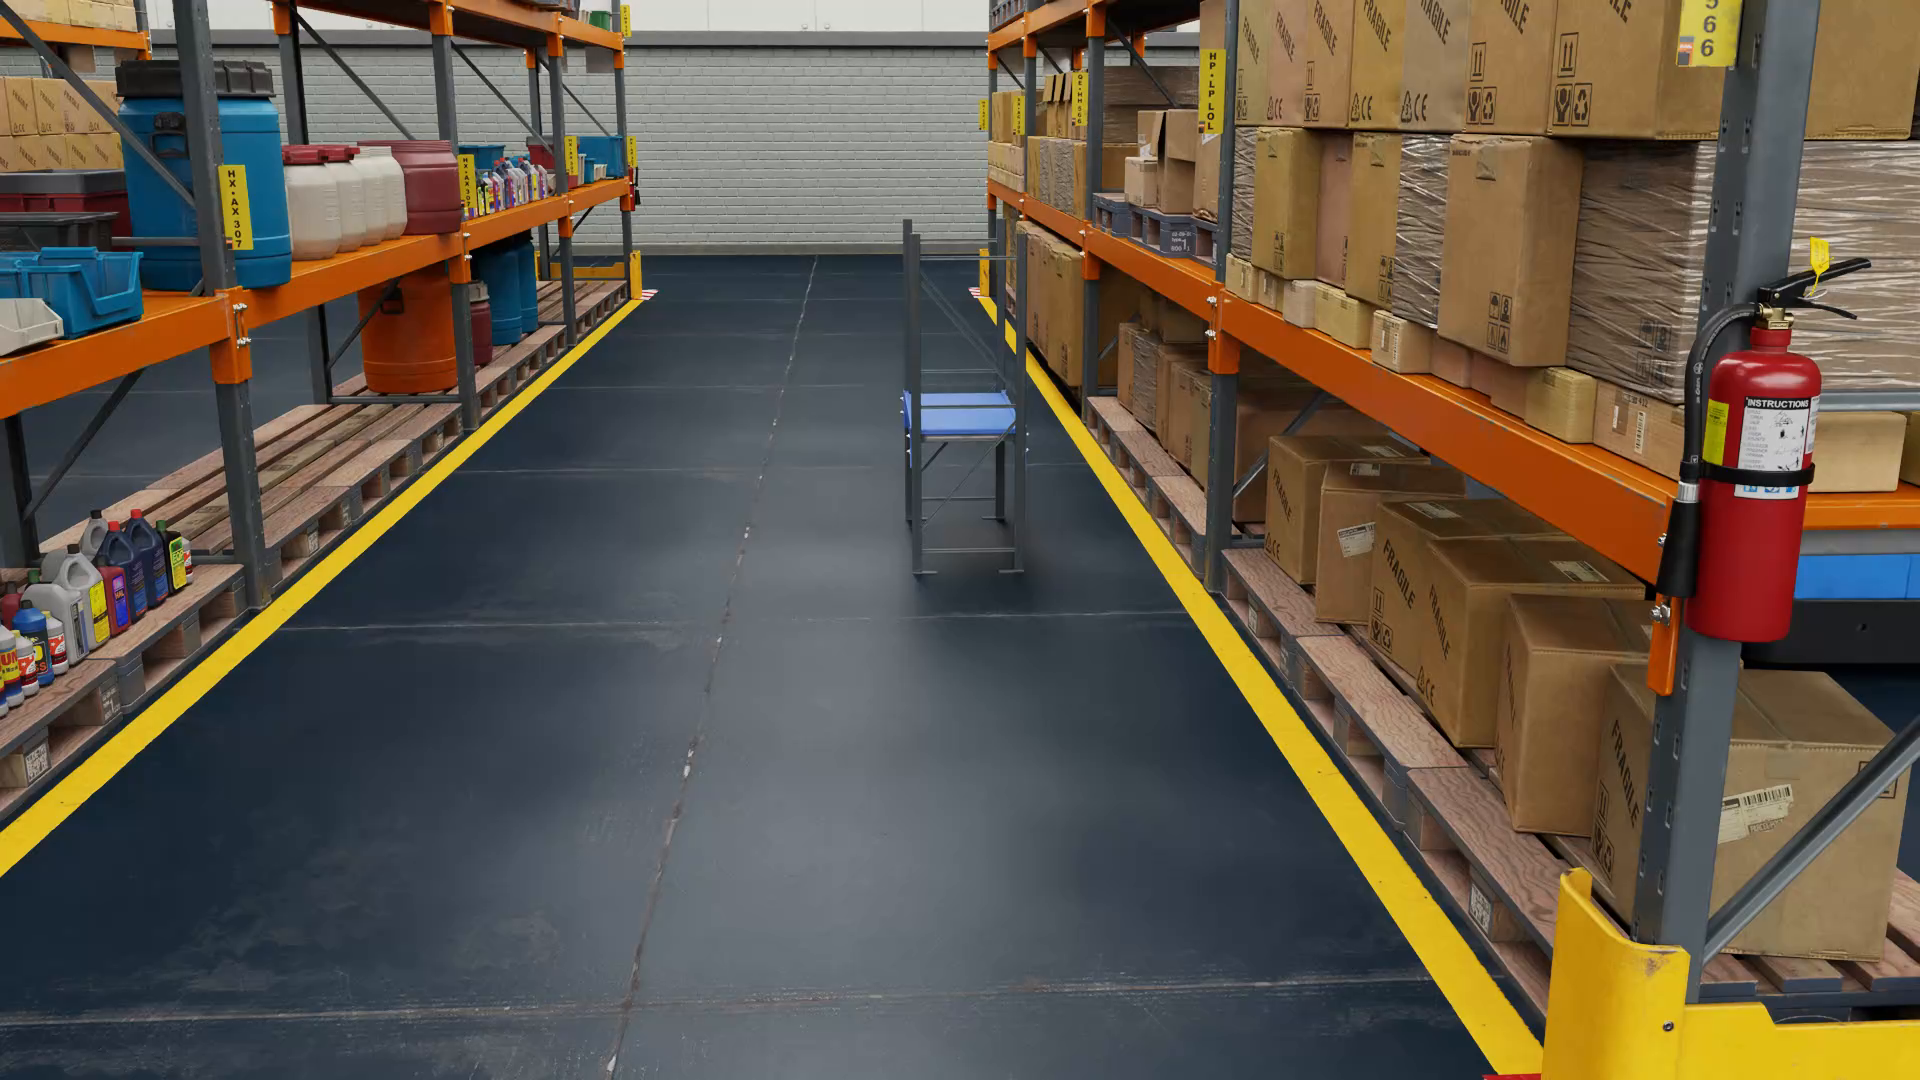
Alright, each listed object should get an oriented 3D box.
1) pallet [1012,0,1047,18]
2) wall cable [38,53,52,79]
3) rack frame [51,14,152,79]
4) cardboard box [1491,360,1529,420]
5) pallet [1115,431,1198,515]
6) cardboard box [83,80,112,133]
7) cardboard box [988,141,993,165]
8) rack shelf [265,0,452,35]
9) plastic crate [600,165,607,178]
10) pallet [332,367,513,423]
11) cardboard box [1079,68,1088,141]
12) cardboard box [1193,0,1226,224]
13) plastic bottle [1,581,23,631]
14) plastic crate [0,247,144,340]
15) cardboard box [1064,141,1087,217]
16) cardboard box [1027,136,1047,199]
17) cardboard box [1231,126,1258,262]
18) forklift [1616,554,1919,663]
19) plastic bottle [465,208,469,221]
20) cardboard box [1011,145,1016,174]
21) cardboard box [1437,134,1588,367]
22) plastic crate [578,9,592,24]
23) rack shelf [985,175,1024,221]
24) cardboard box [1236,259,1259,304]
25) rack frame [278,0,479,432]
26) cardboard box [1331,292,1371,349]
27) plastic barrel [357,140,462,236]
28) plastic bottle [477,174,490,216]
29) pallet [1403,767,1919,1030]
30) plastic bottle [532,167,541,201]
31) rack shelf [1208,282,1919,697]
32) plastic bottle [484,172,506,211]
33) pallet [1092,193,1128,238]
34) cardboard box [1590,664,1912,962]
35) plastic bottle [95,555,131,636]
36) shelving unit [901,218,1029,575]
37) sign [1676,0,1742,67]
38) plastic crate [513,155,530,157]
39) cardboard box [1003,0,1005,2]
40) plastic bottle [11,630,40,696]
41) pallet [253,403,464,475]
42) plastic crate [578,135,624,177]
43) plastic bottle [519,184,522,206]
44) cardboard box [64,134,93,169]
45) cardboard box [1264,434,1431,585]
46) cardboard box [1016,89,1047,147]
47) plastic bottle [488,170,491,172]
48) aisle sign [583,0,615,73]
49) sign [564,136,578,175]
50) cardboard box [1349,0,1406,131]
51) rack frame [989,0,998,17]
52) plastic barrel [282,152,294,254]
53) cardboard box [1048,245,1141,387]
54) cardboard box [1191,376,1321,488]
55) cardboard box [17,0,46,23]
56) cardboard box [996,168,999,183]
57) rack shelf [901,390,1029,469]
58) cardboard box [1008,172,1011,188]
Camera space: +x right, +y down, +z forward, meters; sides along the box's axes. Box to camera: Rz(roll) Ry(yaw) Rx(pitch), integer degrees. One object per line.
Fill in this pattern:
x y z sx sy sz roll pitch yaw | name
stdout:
1.023 -4.841 14.979 1.003 0.211 1.213 -1 14 -3 | pallet
-14.009 -6.807 22.653 3.097 2.526 0.112 -1 14 -3 | wall cable
-9.072 -4.070 17.826 1.000 3.000 0.127 -1 14 -3 | rack frame
1.502 -0.375 3.969 0.380 0.149 0.250 -1 14 -3 | cardboard box
1.431 -0.385 9.100 1.003 0.211 1.213 -1 14 -3 | pallet
-8.701 -4.242 16.286 0.500 0.500 0.500 0 14 -2 | cardboard box
0.576 -4.170 17.918 0.500 0.250 0.500 -1 14 -5 | cardboard box
-3.508 -2.763 8.170 1.077 0.370 4.000 -1 14 -3 | rack shelf
-3.896 -3.847 17.368 0.396 0.136 0.243 -1 14 -3 | plastic crate
-3.722 -1.001 11.494 1.003 0.211 1.213 -1 14 -3 | pallet
1.245 -3.111 11.884 0.797 0.503 0.637 -1 14 -2 | cardboard box
1.650 -1.932 7.467 1.000 1.000 1.000 -1 14 -3 | cardboard box
-3.125 0.267 5.537 0.061 0.283 0.133 -1 14 -3 | plastic bottle
-3.045 -0.818 5.486 0.499 0.251 0.616 -1 14 -3 | plastic crate
1.009 -2.524 11.616 0.500 0.500 0.500 -1 14 -4 | cardboard box
0.843 -3.158 14.078 0.500 0.500 0.500 -1 14 -3 | cardboard box
1.525 -1.317 6.330 0.875 0.500 0.500 -1 14 -3 | cardboard box
3.386 -1.281 7.122 1.130 2.935 3.031 0 14 0 | forklift
-3.322 -2.226 11.057 0.097 0.201 0.097 0 14 0 | plastic bottle
0.740 -3.533 15.443 0.500 0.250 0.500 0 14 -2 | cardboard box
1.650 -0.695 3.911 0.875 0.500 0.500 -1 14 -3 | cardboard box
-3.752 -4.961 15.796 0.437 0.136 0.530 -1 14 -3 | plastic crate
0.940 -3.376 16.573 1.077 0.370 4.000 -1 14 -3 | rack shelf
1.275 -0.996 6.381 0.380 0.149 0.250 -1 14 -3 | cardboard box
-3.632 -2.156 10.387 1.000 3.000 0.127 -1 14 -3 | rack frame
1.379 -0.685 5.174 0.380 0.149 0.250 -1 14 -3 | cardboard box
-3.301 -2.111 9.940 0.600 0.536 0.708 -1 14 -3 | plastic barrel
-3.342 -2.419 11.642 0.061 0.283 0.133 -1 14 -3 | plastic bottle
1.787 0.886 4.160 1.003 0.211 1.213 -1 14 -3 | pallet
-3.510 -2.907 13.554 0.152 0.276 0.135 -1 14 -3 | plastic bottle
1.683 -0.392 4.974 1.077 0.370 4.000 -1 14 -3 | rack shelf
-3.422 -2.554 12.181 0.152 0.276 0.135 -1 14 -3 | plastic bottle
1.462 -1.964 10.026 1.213 0.211 1.003 -1 14 -3 | pallet
1.785 0.609 3.815 0.500 0.500 0.500 2 15 7 | cardboard box
-2.993 0.184 5.859 0.061 0.283 0.133 0 14 0 | plastic bottle
0.005 -0.705 7.757 0.538 1.500 1.048 -1 14 -3 | shelving unit
1.252 -0.953 2.754 0.100 0.325 0.005 -1 14 -3 | sign
-4.400 -3.864 17.238 0.416 0.233 0.300 -1 14 -3 | plastic crate
0.816 -5.705 16.915 0.700 0.500 0.500 -1 14 -5 | cardboard box
-2.971 0.385 5.243 0.097 0.201 0.097 0 14 0 | plastic bottle
-3.623 -0.612 9.983 1.003 0.211 1.213 -1 14 -3 | pallet
-3.920 -4.112 17.795 0.616 0.435 0.499 -1 14 -3 | plastic crate
-3.436 -2.684 12.835 0.097 0.201 0.097 0 14 0 | plastic bottle
-8.680 -3.633 15.926 0.500 0.500 0.500 -1 14 -4 | cardboard box
1.544 -0.131 6.688 0.500 0.500 0.500 -1 14 -5 | cardboard box
0.768 -3.772 14.867 0.500 0.500 0.500 0 14 -2 | cardboard box
-3.579 -2.682 12.687 0.097 0.271 0.097 0 14 0 | plastic bottle
-3.840 -5.427 17.883 0.394 0.787 0.004 -1 14 -3 | aisle sign
-3.331 -3.293 14.250 0.100 0.325 0.005 -1 14 -3 | sign
1.438 -1.426 4.744 0.500 0.500 0.500 -1 14 -3 | cardboard box
0.816 -7.128 17.669 1.000 3.000 0.127 -1 14 -3 | rack frame
-3.225 -1.469 7.442 0.433 0.535 0.433 0 14 0 | plastic barrel
1.290 -1.579 11.565 1.225 0.875 0.875 -2 15 -6 | cardboard box
1.532 -0.512 8.131 0.700 0.500 0.500 -1 14 -4 | cardboard box
-8.664 -4.829 15.056 0.500 0.250 0.500 -1 14 -3 | cardboard box
0.574 -3.752 17.092 0.380 0.149 0.250 -1 14 -5 | cardboard box
0.005 -0.531 7.802 0.538 0.185 1.000 -1 14 -3 | rack shelf
0.654 -3.433 15.852 0.380 0.149 0.250 -1 14 -2 | cardboard box
